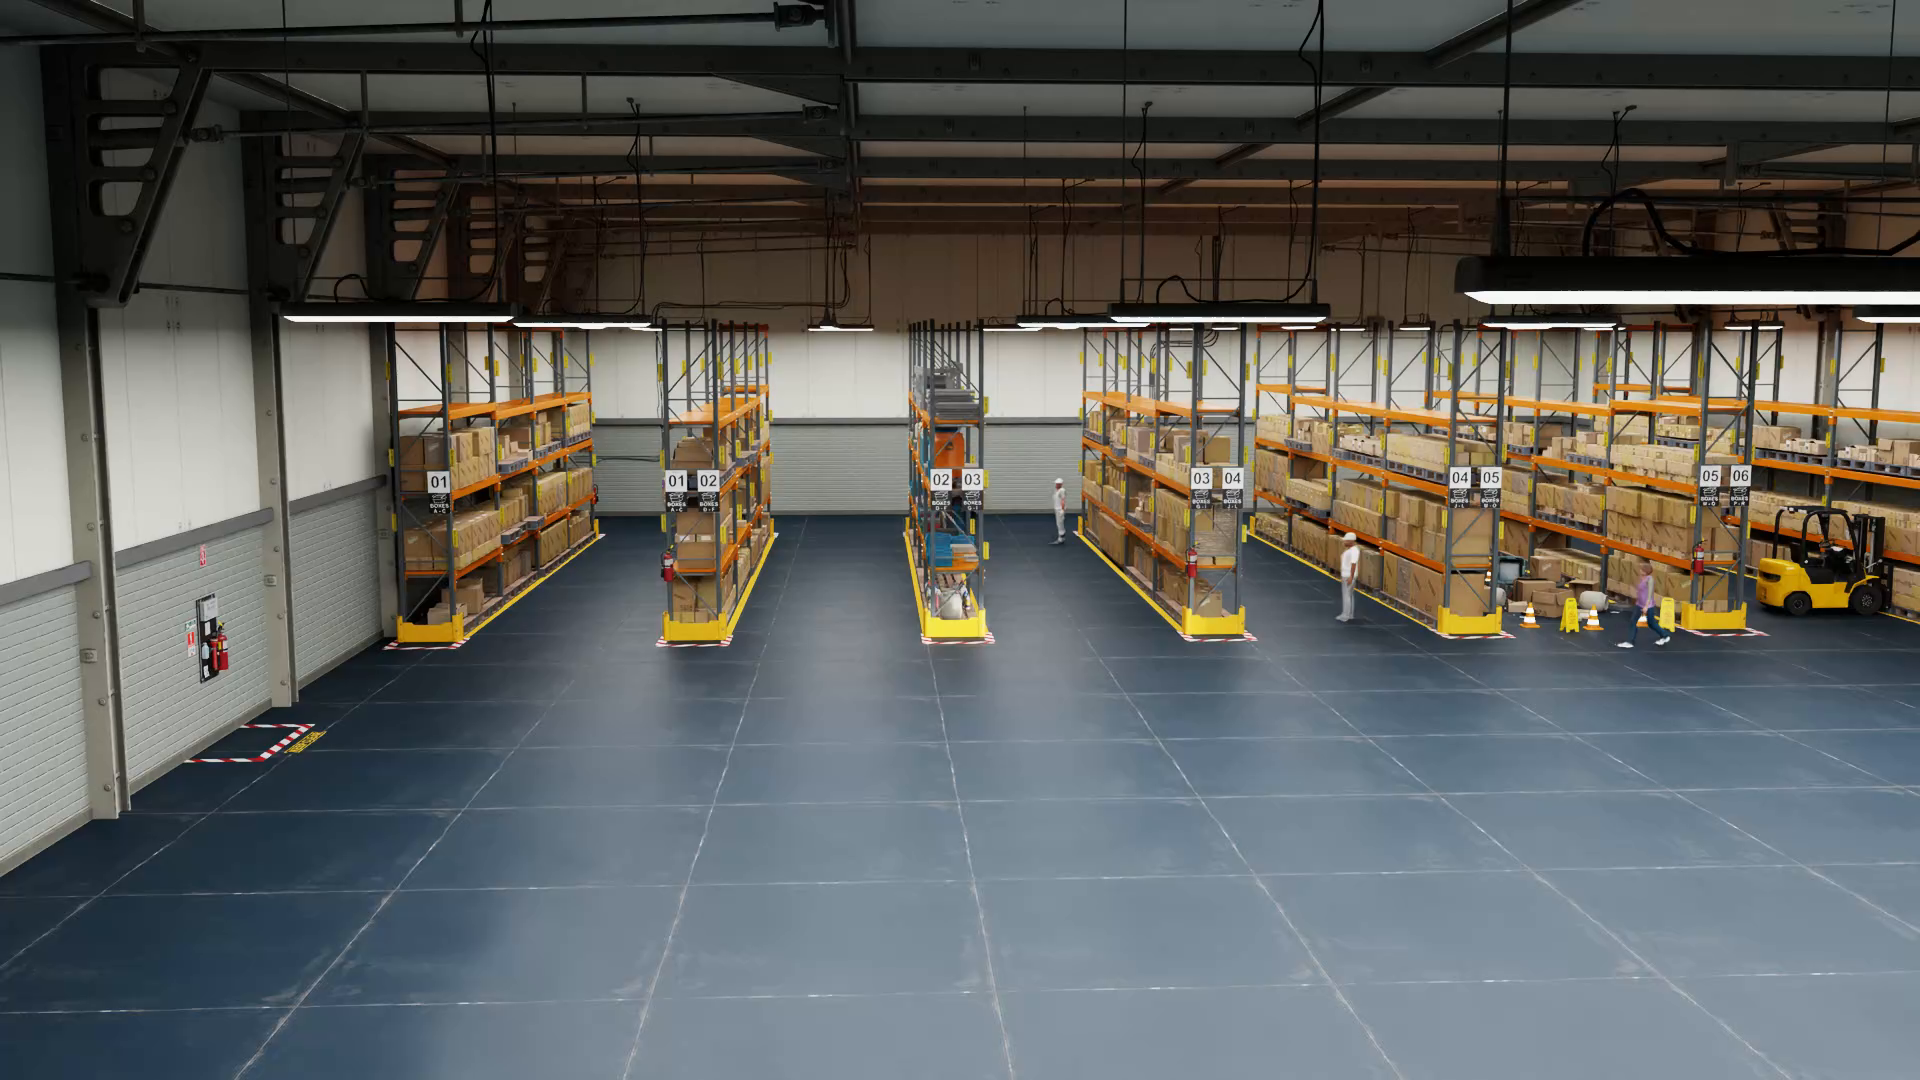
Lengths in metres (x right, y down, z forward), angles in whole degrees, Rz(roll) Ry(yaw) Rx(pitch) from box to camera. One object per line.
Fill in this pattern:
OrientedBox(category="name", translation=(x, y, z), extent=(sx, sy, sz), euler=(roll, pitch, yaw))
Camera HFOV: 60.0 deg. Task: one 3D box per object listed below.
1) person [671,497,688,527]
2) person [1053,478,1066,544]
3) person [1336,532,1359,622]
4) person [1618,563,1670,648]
OrientedBox(category="person", translation=(-8.169, -1.223, 49.154), extent=(1.008, 1.674, 0.707), euler=(2, 7, 12))
OrientedBox(category="person", translation=(2.689, -0.798, 45.517), extent=(0.400, 1.792, 0.637), euler=(-2, 7, -14))
OrientedBox(category="person", translation=(7.798, 0.731, 33.392), extent=(0.423, 1.780, 0.573), euler=(3, 8, 20))
OrientedBox(category="person", translation=(12.529, 1.200, 30.333), extent=(0.901, 1.559, 0.408), euler=(-2, 7, -16))
